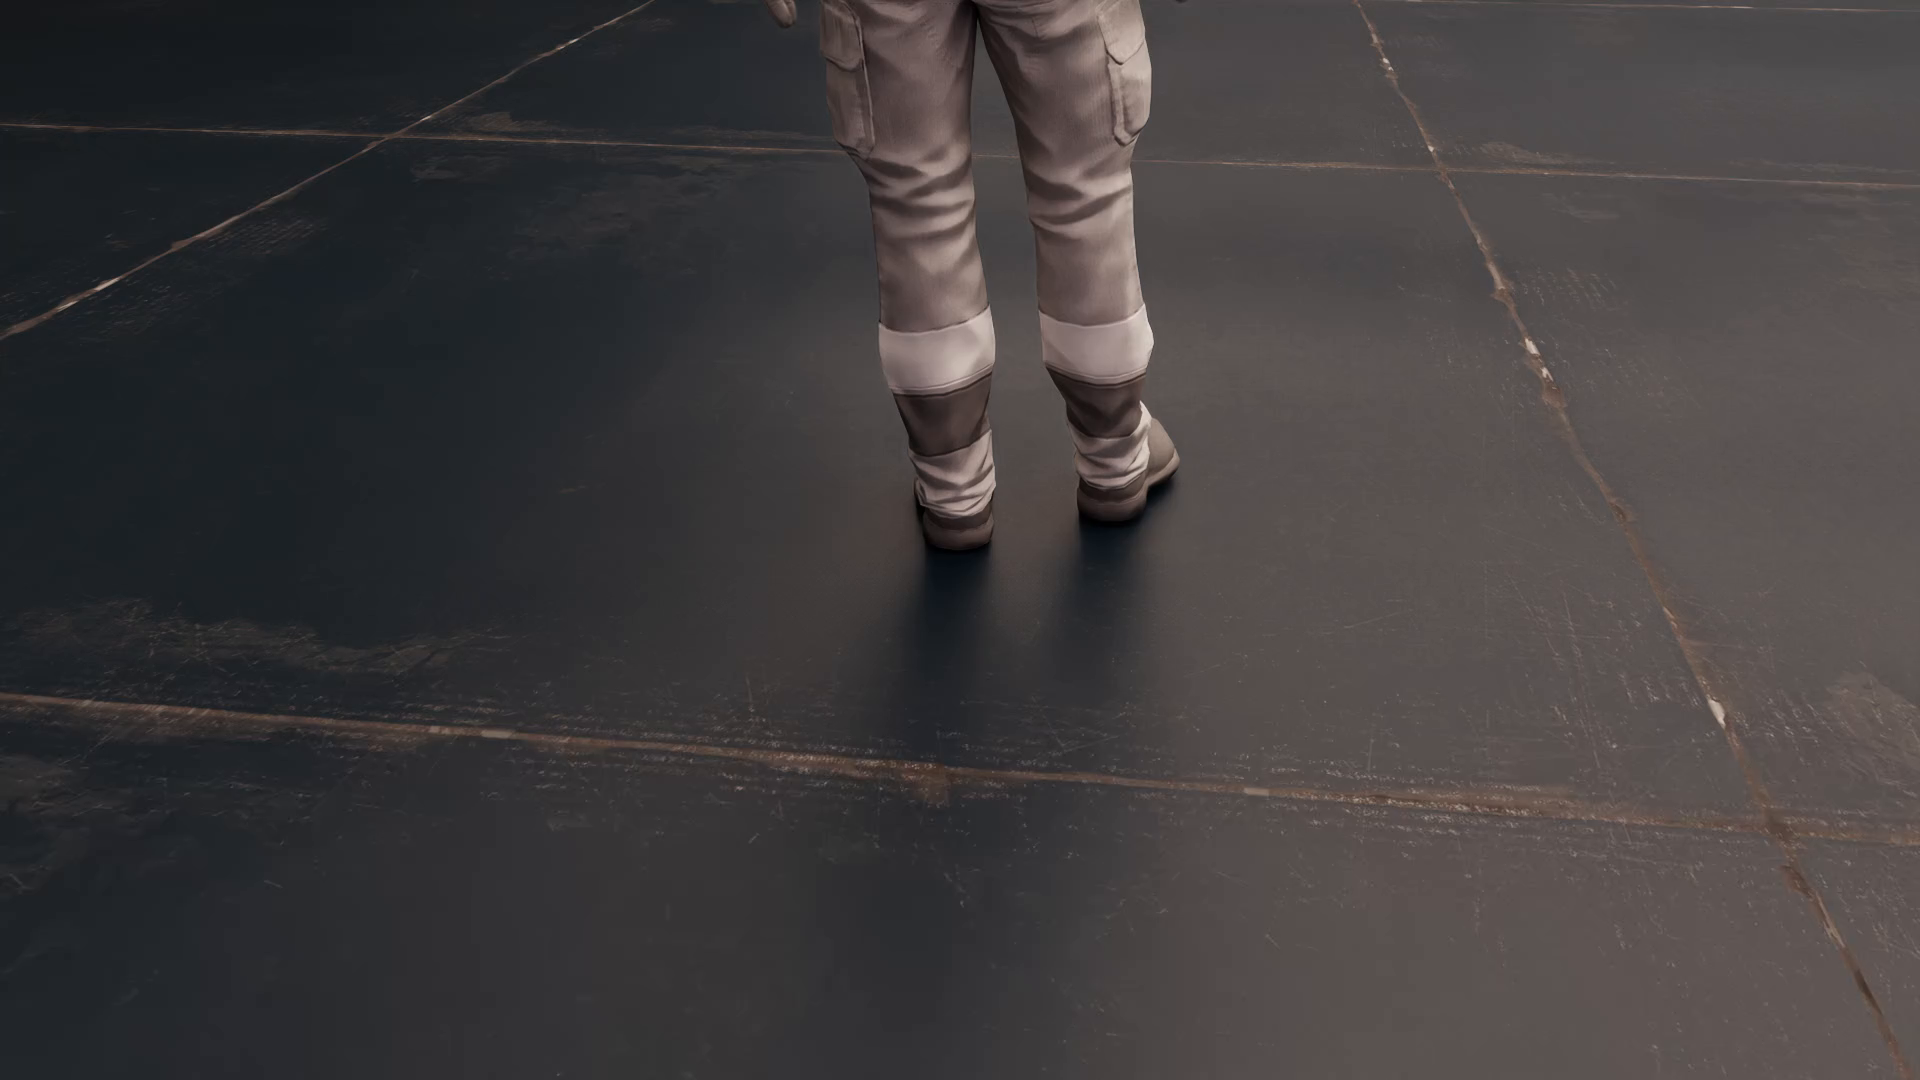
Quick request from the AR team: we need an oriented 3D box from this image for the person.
[{"bbox_3d":[0.023,-0.842,2.168,0.637,1.790,0.562,3,27,7],"label":"person"}]
